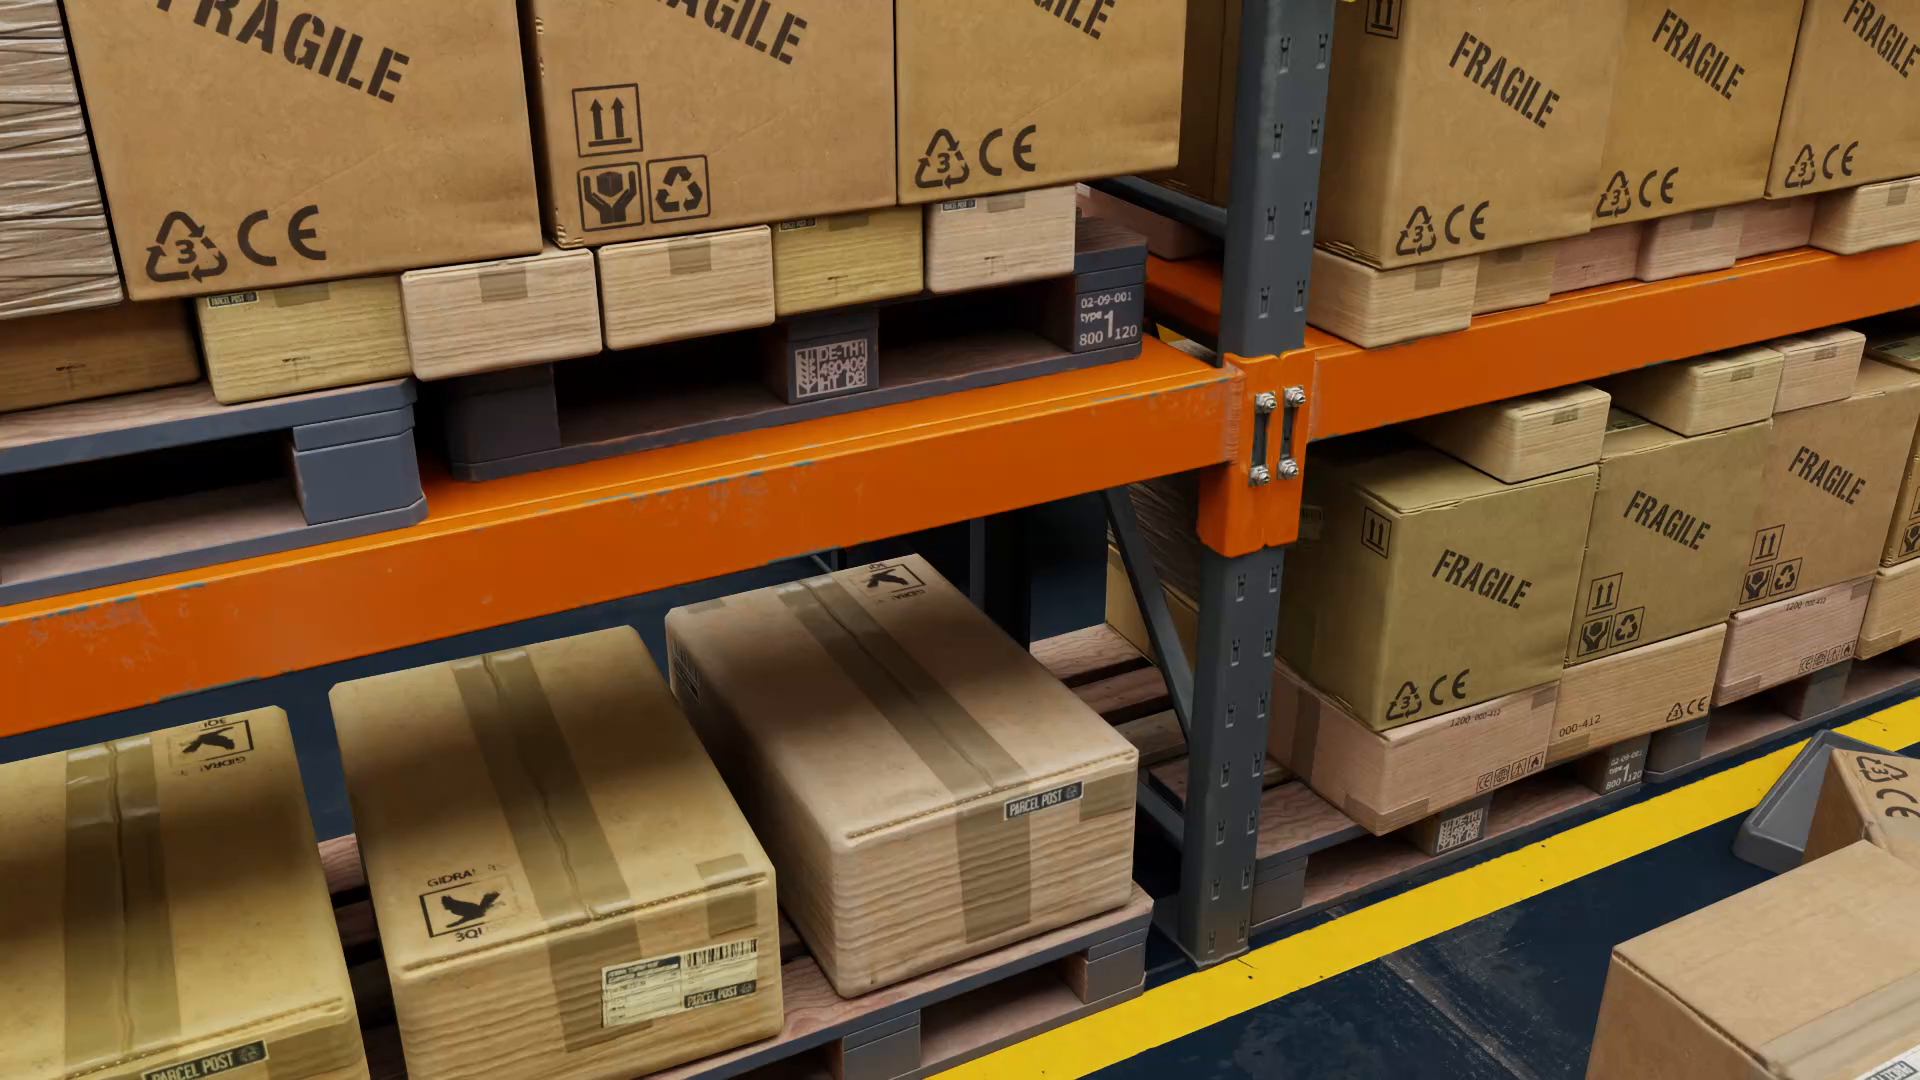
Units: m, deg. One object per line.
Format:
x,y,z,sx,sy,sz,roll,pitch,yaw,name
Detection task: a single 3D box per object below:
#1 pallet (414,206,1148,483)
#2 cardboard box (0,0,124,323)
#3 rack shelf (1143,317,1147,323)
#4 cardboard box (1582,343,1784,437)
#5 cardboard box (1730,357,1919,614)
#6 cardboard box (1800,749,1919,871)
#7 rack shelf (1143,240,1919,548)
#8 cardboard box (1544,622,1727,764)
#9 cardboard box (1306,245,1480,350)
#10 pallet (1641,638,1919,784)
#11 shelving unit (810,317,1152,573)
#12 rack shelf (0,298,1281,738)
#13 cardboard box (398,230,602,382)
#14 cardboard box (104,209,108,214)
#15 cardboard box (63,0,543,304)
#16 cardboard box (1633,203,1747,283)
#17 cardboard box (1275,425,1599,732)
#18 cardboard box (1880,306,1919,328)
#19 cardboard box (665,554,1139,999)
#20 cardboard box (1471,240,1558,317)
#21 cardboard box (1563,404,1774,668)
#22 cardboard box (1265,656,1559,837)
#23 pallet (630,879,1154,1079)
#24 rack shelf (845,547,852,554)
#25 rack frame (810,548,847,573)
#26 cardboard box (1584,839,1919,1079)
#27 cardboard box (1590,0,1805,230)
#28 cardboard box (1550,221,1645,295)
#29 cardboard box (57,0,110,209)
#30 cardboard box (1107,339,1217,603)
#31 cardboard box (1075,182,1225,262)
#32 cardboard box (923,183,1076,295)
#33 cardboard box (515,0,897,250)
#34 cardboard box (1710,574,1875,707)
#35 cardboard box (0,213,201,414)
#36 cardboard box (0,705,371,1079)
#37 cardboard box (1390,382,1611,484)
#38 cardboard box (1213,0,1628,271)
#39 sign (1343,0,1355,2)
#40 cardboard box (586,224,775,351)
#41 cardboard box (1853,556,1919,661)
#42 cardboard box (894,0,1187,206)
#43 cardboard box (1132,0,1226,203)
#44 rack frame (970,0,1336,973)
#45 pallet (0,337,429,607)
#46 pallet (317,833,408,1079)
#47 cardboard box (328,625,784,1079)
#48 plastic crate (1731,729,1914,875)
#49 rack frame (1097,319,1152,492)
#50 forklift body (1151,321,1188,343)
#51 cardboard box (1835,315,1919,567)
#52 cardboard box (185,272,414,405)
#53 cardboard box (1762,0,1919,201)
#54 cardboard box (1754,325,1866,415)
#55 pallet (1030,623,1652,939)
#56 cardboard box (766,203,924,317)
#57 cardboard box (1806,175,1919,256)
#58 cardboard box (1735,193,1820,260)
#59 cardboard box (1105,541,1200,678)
-0.433,-0.483,3.013,1.213,0.211,1.003,-13,29,-25,pallet
-1.347,-0.545,1.976,0.500,0.500,0.500,-14,29,-27,cardboard box
-0.006,-0.770,4.877,1.000,0.278,0.538,-13,29,-25,rack shelf
1.549,-0.375,3.641,0.250,0.149,0.380,-12,28,-23,cardboard box
1.883,-0.193,4.012,0.500,0.500,0.500,-11,28,-22,cardboard box
1.896,0.757,3.092,0.500,0.500,0.500,5,26,11,cardboard box
2.075,-0.753,4.184,4.000,0.370,1.077,-13,29,-25,rack shelf
1.423,0.250,3.955,0.500,0.250,0.500,-11,28,-22,cardboard box
0.739,-0.498,3.113,0.250,0.149,0.380,-13,29,-25,cardboard box
1.964,0.187,4.617,1.213,0.211,1.003,-13,29,-25,pallet
-0.006,-0.506,5.004,1.048,1.125,0.538,-13,29,-25,shelving unit
-1.455,0.062,2.487,4.000,0.370,1.077,-13,29,-25,rack shelf
-0.689,-0.369,2.359,0.250,0.149,0.380,-13,28,-25,cardboard box
-1.490,-0.499,2.629,0.250,0.149,0.380,-12,28,-23,cardboard box
-0.885,-0.652,2.199,0.500,0.500,0.500,-12,28,-23,cardboard box
1.392,-0.672,3.475,0.250,0.149,0.380,-12,28,-24,cardboard box
0.958,0.025,3.557,0.500,0.500,0.500,-12,28,-23,cardboard box
2.506,-0.599,4.107,0.250,0.149,0.380,-12,28,-23,cardboard box
-0.152,0.433,3.433,0.625,0.372,0.950,-13,28,-24,cardboard box
0.937,-0.570,3.261,0.250,0.149,0.380,-12,28,-24,cardboard box
1.424,-0.088,3.794,0.500,0.500,0.500,-12,28,-23,cardboard box
0.958,0.363,3.719,0.500,0.250,0.500,-14,29,-27,cardboard box
-0.376,0.746,3.452,1.213,0.211,1.003,-13,29,-25,pallet
-0.006,-0.285,5.109,1.000,0.278,0.538,-13,29,-25,rack shelf
-0.455,-0.402,4.788,0.032,1.125,0.500,-13,29,-25,rack frame
1.174,0.789,2.154,0.500,0.500,0.500,-13,29,-25,cardboard box
1.261,-0.943,3.290,0.500,0.500,0.500,-13,29,-25,cardboard box
1.157,-0.635,3.398,0.250,0.149,0.380,-13,29,-25,cardboard box
-1.571,-0.746,2.394,0.500,0.500,0.500,-14,29,-27,cardboard box
0.706,-0.181,3.986,0.500,0.500,0.500,-13,29,-26,cardboard box
0.450,-0.739,3.613,0.250,0.149,0.380,-13,29,-26,cardboard box
-0.014,-0.536,2.705,0.250,0.149,0.380,-13,28,-24,cardboard box
-0.427,-0.755,2.413,0.500,0.500,0.500,-13,28,-25,cardboard box
1.890,0.141,4.182,0.500,0.250,0.500,-13,29,-26,cardboard box
-1.202,-0.319,2.254,0.250,0.149,0.380,-14,29,-27,cardboard box
-1.397,0.723,2.829,0.625,0.372,0.950,-12,28,-23,cardboard box
1.096,-0.270,3.422,0.250,0.149,0.380,-13,28,-24,cardboard box
0.829,-0.832,3.059,0.500,0.500,0.500,-13,29,-25,cardboard box
0.574,-0.981,2.489,0.005,0.325,0.100,-13,29,-25,sign
-0.466,-0.423,2.470,0.250,0.149,0.380,-14,29,-26,cardboard box
2.333,0.044,4.384,0.500,0.250,0.500,-14,29,-27,cardboard box
0.010,-0.857,2.624,0.500,0.500,0.500,-14,29,-26,cardboard box
0.585,-1.035,3.480,0.500,0.500,0.500,-14,29,-26,cardboard box
0.310,-0.670,3.180,0.127,3.000,1.000,-13,29,-25,rack frame
-1.492,-0.188,2.397,1.213,0.211,1.003,-13,29,-25,pallet
-1.454,0.996,2.931,1.213,0.211,1.003,-13,29,-25,pallet
-0.784,0.581,3.125,0.625,0.372,0.950,-11,28,-22,cardboard box
2.081,0.640,3.825,0.402,0.080,0.583,21,33,37,plastic crate
0.443,-0.609,5.219,0.032,1.125,0.500,-13,29,-25,rack frame
0.686,-1.914,6.751,1.214,2.155,2.313,-13,29,-25,forklift body
2.348,-0.302,4.239,0.500,0.500,0.500,-14,29,-26,cardboard box
-0.921,-0.333,2.284,0.250,0.149,0.380,-13,29,-25,cardboard box
1.710,-1.041,3.493,0.500,0.500,0.500,-13,29,-26,cardboard box
1.785,-0.431,3.758,0.250,0.149,0.380,-11,28,-22,cardboard box
0.886,0.437,4.096,1.213,0.211,1.003,-13,29,-25,pallet
-0.255,-0.489,2.607,0.250,0.149,0.380,-14,29,-27,cardboard box
1.872,-0.755,3.648,0.250,0.149,0.380,-13,28,-25,cardboard box
1.612,-0.739,3.613,0.250,0.149,0.380,-13,29,-25,cardboard box
0.705,0.157,4.149,0.500,0.250,0.500,-12,28,-23,cardboard box
